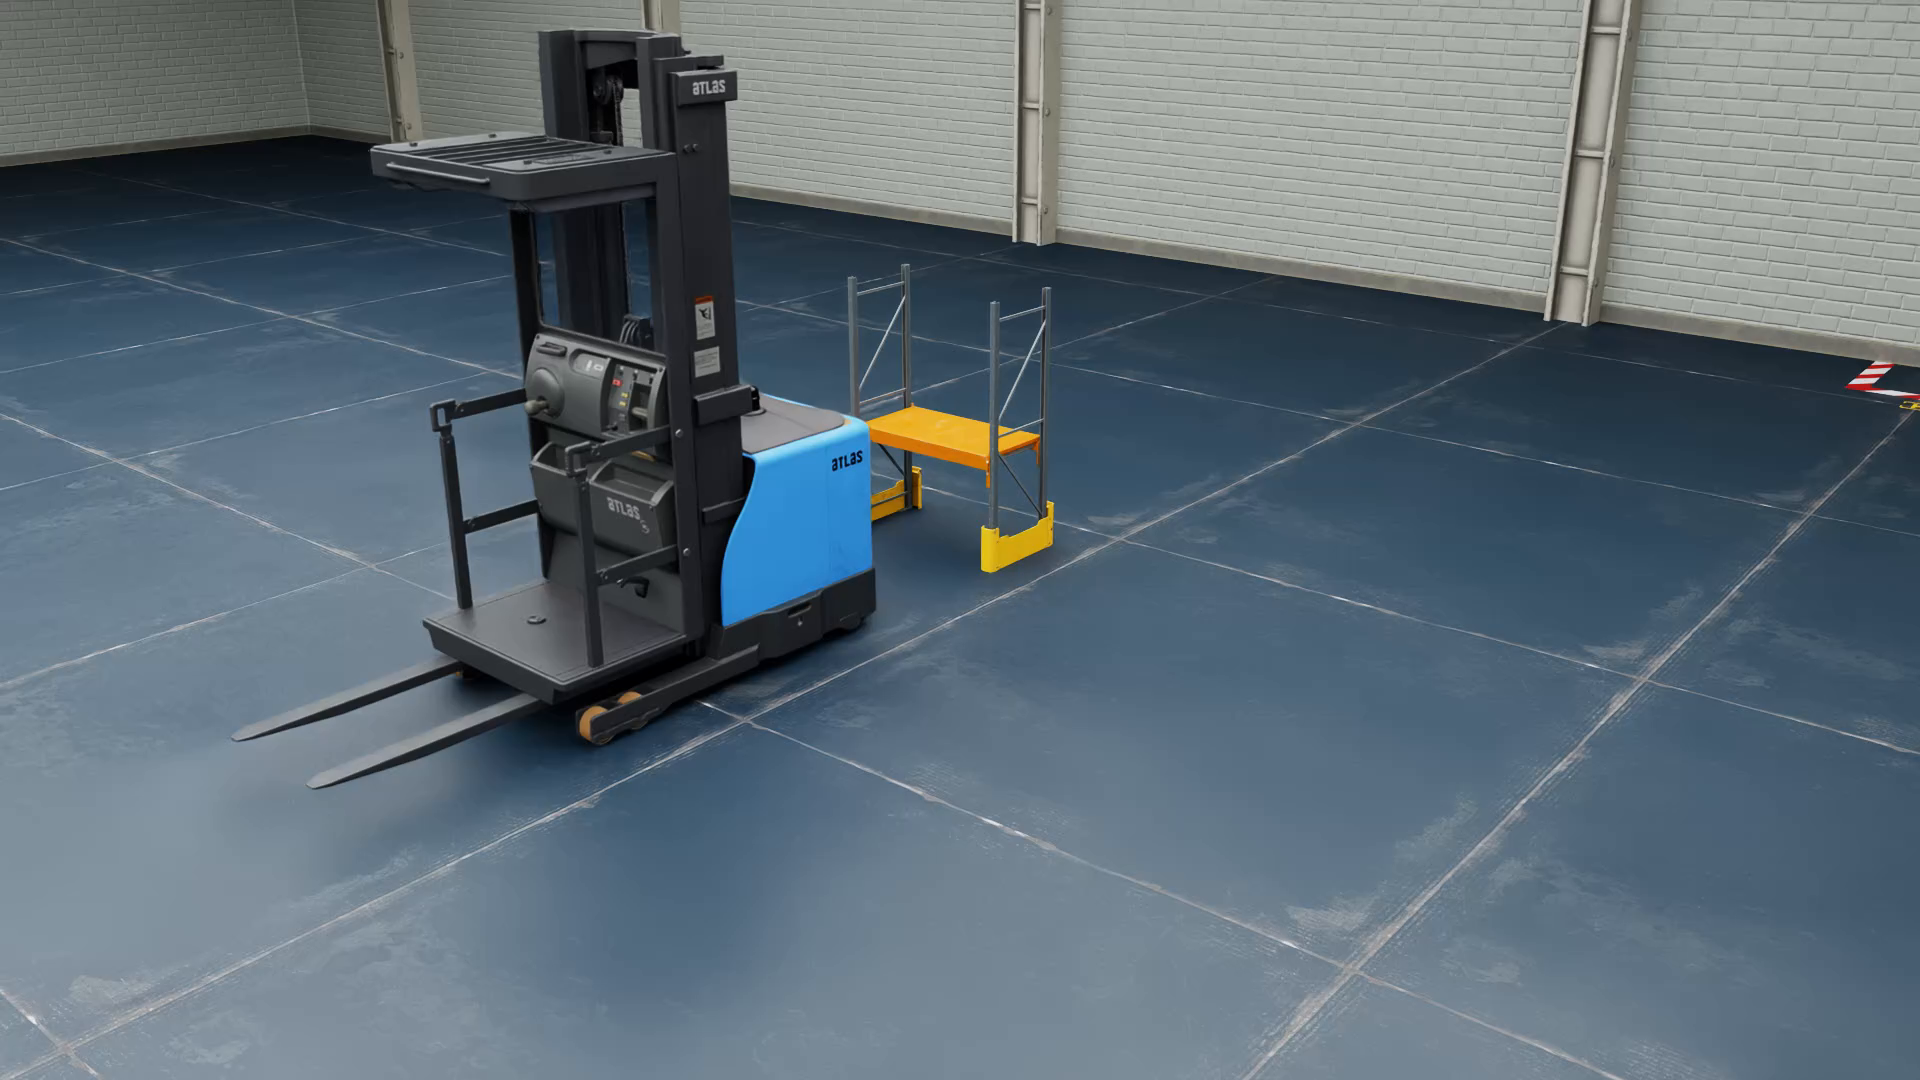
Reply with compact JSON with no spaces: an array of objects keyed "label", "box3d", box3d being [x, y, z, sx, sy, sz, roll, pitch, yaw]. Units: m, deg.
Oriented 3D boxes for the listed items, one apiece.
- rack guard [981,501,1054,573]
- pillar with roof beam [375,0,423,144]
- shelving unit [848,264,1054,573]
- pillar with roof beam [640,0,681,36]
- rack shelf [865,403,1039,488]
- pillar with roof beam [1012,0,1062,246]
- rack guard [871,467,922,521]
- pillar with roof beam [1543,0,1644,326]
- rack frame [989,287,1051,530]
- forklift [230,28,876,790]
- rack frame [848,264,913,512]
[{"label":"rack guard","box3d":[0.327,-0.023,9.375,0.087,0.250,0.587,16,26,36]},{"label":"pillar with roof beam","box3d":[-11.192,-9.018,20.829,0.400,9.000,9.100,16,26,36]},{"label":"shelving unit","box3d":[-0.059,-0.719,9.449,1.083,1.500,0.587,16,26,36]},{"label":"pillar with roof beam","box3d":[-6.544,-7.679,17.279,0.400,9.000,9.100,16,26,36]},{"label":"rack shelf","box3d":[-0.066,-0.552,9.517,1.000,0.185,0.538,16,26,36]},{"label":"pillar with roof beam","box3d":[-1.895,-6.341,13.729,0.400,9.000,9.100,16,26,36]},{"label":"rack guard","box3d":[-0.445,-0.245,9.964,0.087,0.250,0.587,16,26,36]},{"label":"pillar with roof beam","box3d":[2.753,-5.002,10.179,0.400,9.000,9.100,16,26,36]},{"label":"rack frame","box3d":[0.328,-0.607,9.153,0.032,1.500,0.500,16,26,36]},{"label":"forklift","box3d":[-1.776,-0.675,7.303,1.130,2.935,3.031,17,27,38]},{"label":"rack frame","box3d":[-0.460,-0.834,9.755,0.032,1.500,0.500,16,26,36]}]
